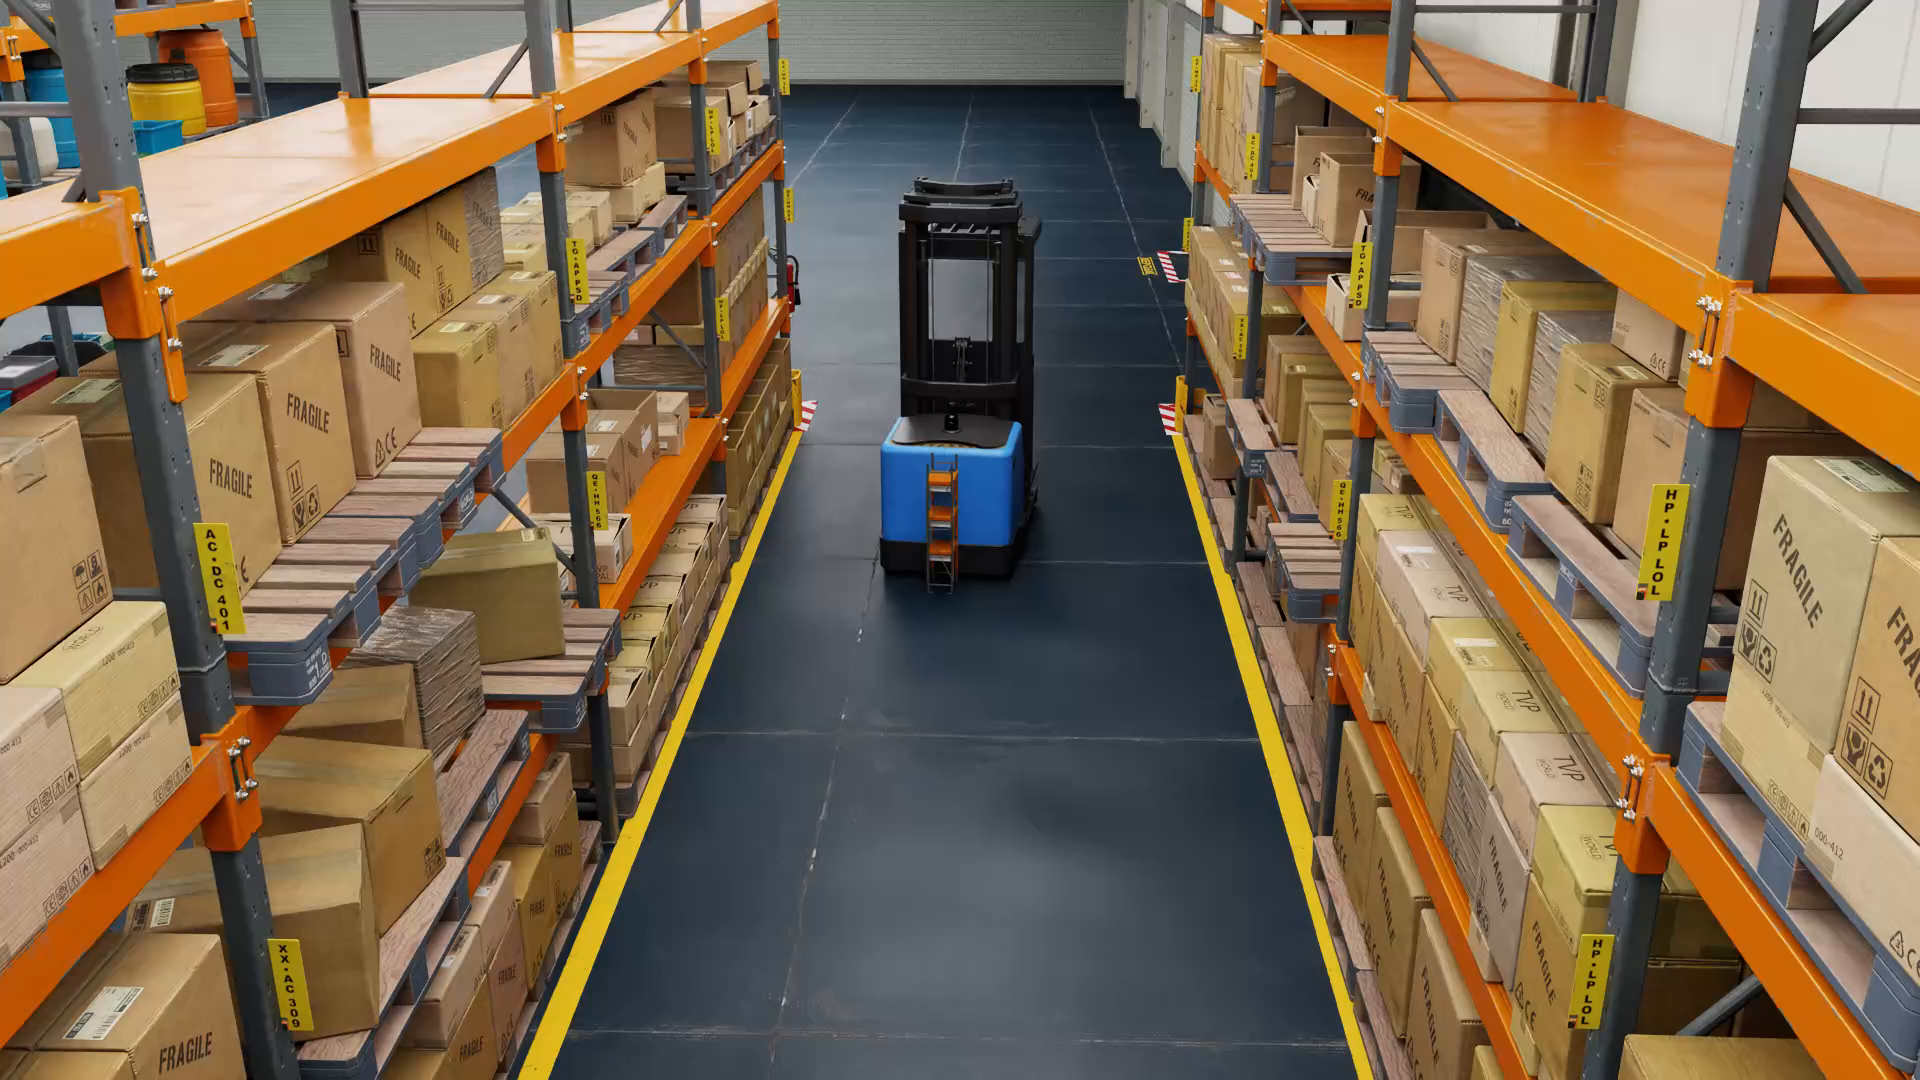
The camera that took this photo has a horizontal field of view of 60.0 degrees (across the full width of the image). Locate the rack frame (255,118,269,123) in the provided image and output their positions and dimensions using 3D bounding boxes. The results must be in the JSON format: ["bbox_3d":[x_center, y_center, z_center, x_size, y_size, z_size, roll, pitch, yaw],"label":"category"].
[{"bbox_3d":[-7.151,-2.651,16.507,1.000,3.000,0.127,1,21,2],"label":"rack frame"}]

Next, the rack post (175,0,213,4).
[{"bbox_3d":[-7.301,-4.943,14.812,0.937,0.300,0.954,3,21,7],"label":"rack post"}]

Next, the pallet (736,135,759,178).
[{"bbox_3d":[-2.281,-3.254,14.039,1.003,0.211,1.213,1,21,2],"label":"pallet"}]

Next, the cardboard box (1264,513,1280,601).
[{"bbox_3d":[2.624,0.131,12.185,0.700,0.500,0.500,1,21,3],"label":"cardboard box"}]

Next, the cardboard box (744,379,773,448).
[{"bbox_3d":[-1.951,-1.119,14.743,0.500,0.500,0.500,1,21,2],"label":"cardboard box"}]

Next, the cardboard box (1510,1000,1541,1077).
[{"bbox_3d":[2.098,1.688,5.645,0.380,0.149,0.250,1,21,3],"label":"cardboard box"}]

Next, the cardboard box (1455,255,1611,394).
[{"bbox_3d":[2.587,-0.931,7.183,0.700,0.500,0.500,-1,21,-1],"label":"cardboard box"}]

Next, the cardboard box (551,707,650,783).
[{"bbox_3d":[-2.134,1.198,9.810,0.500,0.250,0.500,1,21,1],"label":"cardboard box"}]

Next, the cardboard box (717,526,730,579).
[{"bbox_3d":[-2.044,0.091,12.663,0.500,0.250,0.500,0,21,1],"label":"cardboard box"}]

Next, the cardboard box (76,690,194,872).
[{"bbox_3d":[-2.314,0.594,4.205,0.500,0.250,0.500,1,21,2],"label":"cardboard box"}]

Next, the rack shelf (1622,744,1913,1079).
[{"bbox_3d":[2.326,1.457,2.768,1.077,0.370,4.000,1,21,2],"label":"rack shelf"}]

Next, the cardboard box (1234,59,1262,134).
[{"bbox_3d":[2.380,-3.400,12.742,0.500,0.500,0.500,2,21,5],"label":"cardboard box"}]

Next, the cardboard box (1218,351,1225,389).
[{"bbox_3d":[2.365,-1.390,13.437,0.500,0.250,0.500,1,21,2],"label":"cardboard box"}]

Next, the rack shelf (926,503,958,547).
[{"bbox_3d":[-0.135,-0.113,12.693,0.215,0.259,0.240,3,21,7],"label":"rack shelf"}]

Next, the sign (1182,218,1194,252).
[{"bbox_3d":[2.209,-2.951,16.085,0.100,0.325,0.005,1,21,2],"label":"sign"}]

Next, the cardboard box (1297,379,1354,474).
[{"bbox_3d":[2.568,-0.723,10.793,0.700,0.500,0.500,4,21,9],"label":"cardboard box"}]

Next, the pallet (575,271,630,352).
[{"bbox_3d":[-2.512,-1.259,9.035,1.213,0.211,1.003,2,21,4],"label":"pallet"}]

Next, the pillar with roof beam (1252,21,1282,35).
[{"bbox_3d":[-0.525,-7.293,20.178,9.100,9.000,0.400,1,21,2],"label":"pillar with roof beam"}]

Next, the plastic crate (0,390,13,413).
[{"bbox_3d":[-6.995,-0.795,11.746,0.392,0.384,0.575,1,21,2],"label":"plastic crate"}]

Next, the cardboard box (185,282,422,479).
[{"bbox_3d":[-2.438,-0.607,6.237,0.600,0.600,0.600,0,21,0],"label":"cardboard box"}]

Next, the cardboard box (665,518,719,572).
[{"bbox_3d":[-2.057,0.014,12.086,0.500,0.311,0.500,1,21,3],"label":"cardboard box"}]

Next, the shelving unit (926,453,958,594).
[{"bbox_3d":[-0.135,-0.123,12.689,0.215,1.050,0.252,3,21,7],"label":"shelving unit"}]

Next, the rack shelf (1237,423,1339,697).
[{"bbox_3d":[2.569,-0.037,10.765,1.077,0.370,4.000,1,21,2],"label":"rack shelf"}]

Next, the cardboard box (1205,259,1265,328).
[{"bbox_3d":[2.386,-2.109,14.255,0.500,0.500,0.500,1,21,3],"label":"cardboard box"}]

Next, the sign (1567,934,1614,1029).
[{"bbox_3d":[1.844,1.292,4.855,0.100,0.325,0.005,1,21,2],"label":"sign"}]

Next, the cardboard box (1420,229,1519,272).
[{"bbox_3d":[2.760,-1.361,8.872,0.500,0.500,0.500,1,21,2],"label":"cardboard box"}]

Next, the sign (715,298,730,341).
[{"bbox_3d":[-1.779,-1.649,12.435,0.100,0.325,0.005,1,21,2],"label":"sign"}]

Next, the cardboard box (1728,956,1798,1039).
[{"bbox_3d":[2.653,1.439,5.390,0.500,0.500,0.500,0,21,0],"label":"cardboard box"}]

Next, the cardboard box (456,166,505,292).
[{"bbox_3d":[-2.463,-1.456,7.761,0.500,0.500,0.500,1,21,2],"label":"cardboard box"}]

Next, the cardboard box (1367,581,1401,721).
[{"bbox_3d":[2.213,0.518,7.763,0.500,0.500,0.500,1,21,3],"label":"cardboard box"}]

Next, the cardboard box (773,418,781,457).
[{"bbox_3d":[-1.937,-0.950,15.345,0.500,0.250,0.500,1,21,2],"label":"cardboard box"}]

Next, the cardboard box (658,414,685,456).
[{"bbox_3d":[-2.165,-0.766,11.836,0.396,0.266,0.258,0,21,0],"label":"cardboard box"}]

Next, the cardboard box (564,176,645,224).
[{"bbox_3d":[-2.364,-2.252,10.959,0.500,0.250,0.500,-1,21,-4],"label":"cardboard box"}]

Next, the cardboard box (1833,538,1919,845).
[{"bbox_3d":[2.075,0.317,3.164,0.500,0.500,0.500,0,21,1],"label":"cardboard box"}]

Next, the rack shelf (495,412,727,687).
[{"bbox_3d":[-2.382,-0.090,10.902,1.077,0.370,4.000,1,21,2],"label":"rack shelf"}]

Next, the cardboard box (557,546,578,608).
[{"bbox_3d":[-2.388,0.208,9.262,0.500,0.311,0.500,2,21,5],"label":"cardboard box"}]

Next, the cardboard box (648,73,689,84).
[{"bbox_3d":[-2.523,-3.704,14.162,0.500,0.500,0.500,1,21,2],"label":"cardboard box"}]

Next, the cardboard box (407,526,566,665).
[{"bbox_3d":[-2.350,0.284,8.225,0.700,0.500,0.500,-7,22,-16],"label":"cardboard box"}]

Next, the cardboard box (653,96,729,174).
[{"bbox_3d":[-2.043,-3.034,12.436,0.500,0.500,0.500,2,21,6],"label":"cardboard box"}]

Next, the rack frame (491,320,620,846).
[{"bbox_3d":[-2.443,0.298,8.909,1.000,3.000,0.127,1,21,2],"label":"rack frame"}]

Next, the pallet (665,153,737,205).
[{"bbox_3d":[-2.321,-2.814,12.905,1.003,0.211,1.213,1,21,2],"label":"pallet"}]

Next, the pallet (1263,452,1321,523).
[{"bbox_3d":[2.528,-0.276,10.652,1.003,0.211,1.213,1,21,2],"label":"pallet"}]

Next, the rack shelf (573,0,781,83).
[{"bbox_3d":[-2.261,-4.147,13.617,1.077,0.370,4.000,1,21,2],"label":"rack shelf"}]

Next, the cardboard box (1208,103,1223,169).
[{"bbox_3d":[2.428,-3.496,14.374,0.500,0.500,0.500,2,21,4],"label":"cardboard box"}]

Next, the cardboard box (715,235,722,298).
[{"bbox_3d":[-2.300,-2.143,13.268,0.700,0.500,0.500,1,21,1],"label":"cardboard box"}]

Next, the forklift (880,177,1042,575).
[{"bbox_3d":[0.085,-1.590,13.869,1.130,2.935,3.031,3,21,7],"label":"forklift"}]

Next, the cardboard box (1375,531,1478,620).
[{"bbox_3d":[2.221,0.162,7.644,0.500,0.250,0.500,0,21,1],"label":"cardboard box"}]

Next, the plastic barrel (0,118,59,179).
[{"bbox_3d":[-7.063,-3.004,12.537,0.421,0.512,0.421,0,21,0],"label":"plastic barrel"}]

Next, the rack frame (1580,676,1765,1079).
[{"bbox_3d":[2.387,1.797,5.044,1.000,3.000,0.127,1,21,2],"label":"rack frame"}]

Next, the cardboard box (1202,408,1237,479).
[{"bbox_3d":[2.551,-0.862,14.743,0.700,0.500,0.500,-1,21,-2],"label":"cardboard box"}]

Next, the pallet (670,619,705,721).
[{"bbox_3d":[-2.339,0.860,11.313,1.003,0.211,1.213,1,21,2],"label":"pallet"}]

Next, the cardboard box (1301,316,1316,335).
[{"bbox_3d":[2.853,-1.552,12.819,0.500,0.500,0.500,0,21,0],"label":"cardboard box"}]

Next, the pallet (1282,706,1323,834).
[{"bbox_3d":[2.534,1.368,10.004,1.003,0.211,1.213,1,21,2],"label":"pallet"}]

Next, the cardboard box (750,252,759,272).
[{"bbox_3d":[-2.045,-2.526,15.150,0.380,0.149,0.250,1,21,2],"label":"cardboard box"}]

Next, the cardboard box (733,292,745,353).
[{"bbox_3d":[-2.271,-1.913,14.468,0.700,0.500,0.500,1,21,3],"label":"cardboard box"}]

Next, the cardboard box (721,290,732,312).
[{"bbox_3d":[-2.090,-1.962,13.698,0.380,0.149,0.250,0,21,0],"label":"cardboard box"}]

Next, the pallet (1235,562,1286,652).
[{"bbox_3d":[2.608,0.486,12.278,1.003,0.211,1.213,1,21,2],"label":"pallet"}]

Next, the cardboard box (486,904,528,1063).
[{"bbox_3d":[-2.263,1.976,7.432,0.500,0.500,0.500,0,21,0],"label":"cardboard box"}]
